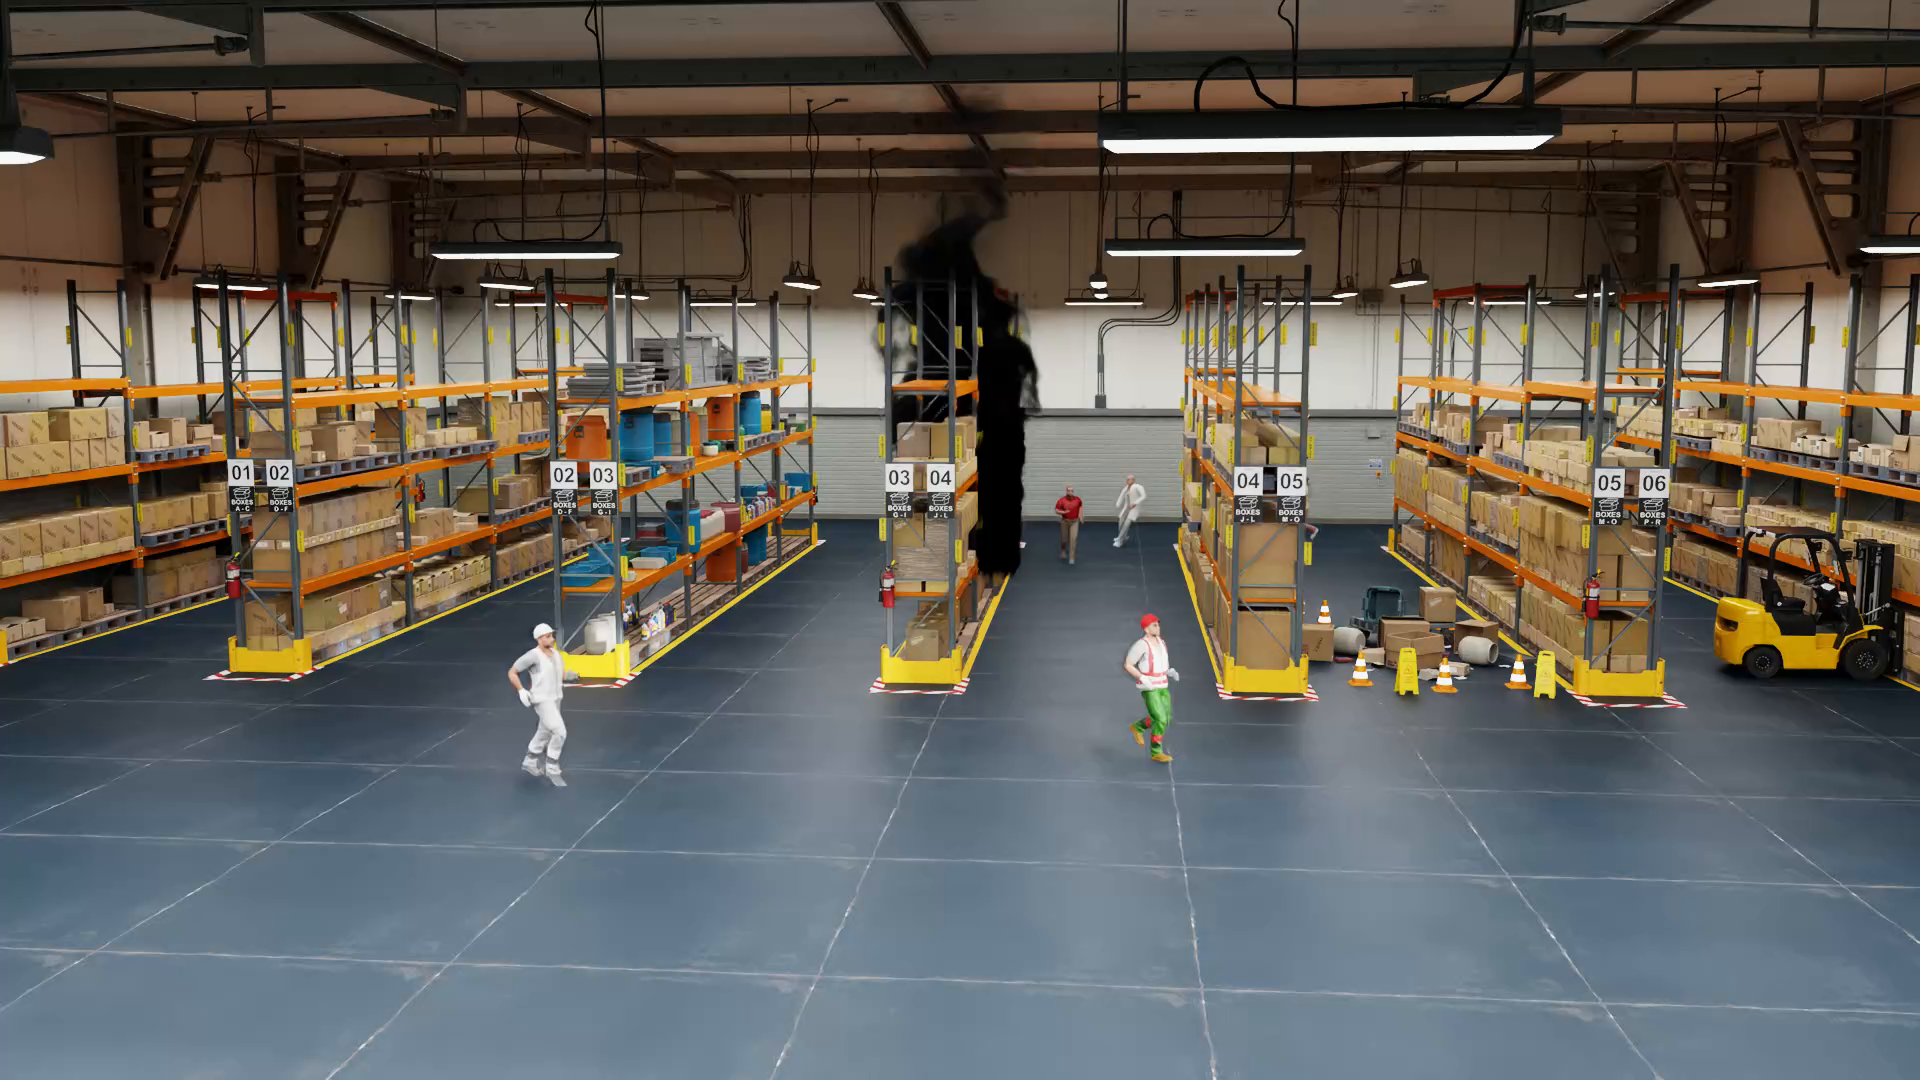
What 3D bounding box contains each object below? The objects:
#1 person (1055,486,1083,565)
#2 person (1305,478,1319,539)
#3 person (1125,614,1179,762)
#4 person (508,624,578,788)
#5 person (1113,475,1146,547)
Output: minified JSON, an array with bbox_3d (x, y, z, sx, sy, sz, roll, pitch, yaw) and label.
[{"bbox_3d":[2.426,-0.352,36.949,0.664,1.709,0.944,0,7,-4],"label":"person"},{"bbox_3d":[8.425,-0.744,40.661,0.719,1.639,0.610,2,7,13],"label":"person"},{"bbox_3d":[2.257,1.745,19.773,0.659,1.743,0.700,-7,10,-45],"label":"person"},{"bbox_3d":[-4.643,1.855,18.669,0.774,1.846,0.643,2,7,18],"label":"person"},{"bbox_3d":[3.984,-0.720,39.986,0.874,1.714,0.997,-7,10,-44],"label":"person"}]
